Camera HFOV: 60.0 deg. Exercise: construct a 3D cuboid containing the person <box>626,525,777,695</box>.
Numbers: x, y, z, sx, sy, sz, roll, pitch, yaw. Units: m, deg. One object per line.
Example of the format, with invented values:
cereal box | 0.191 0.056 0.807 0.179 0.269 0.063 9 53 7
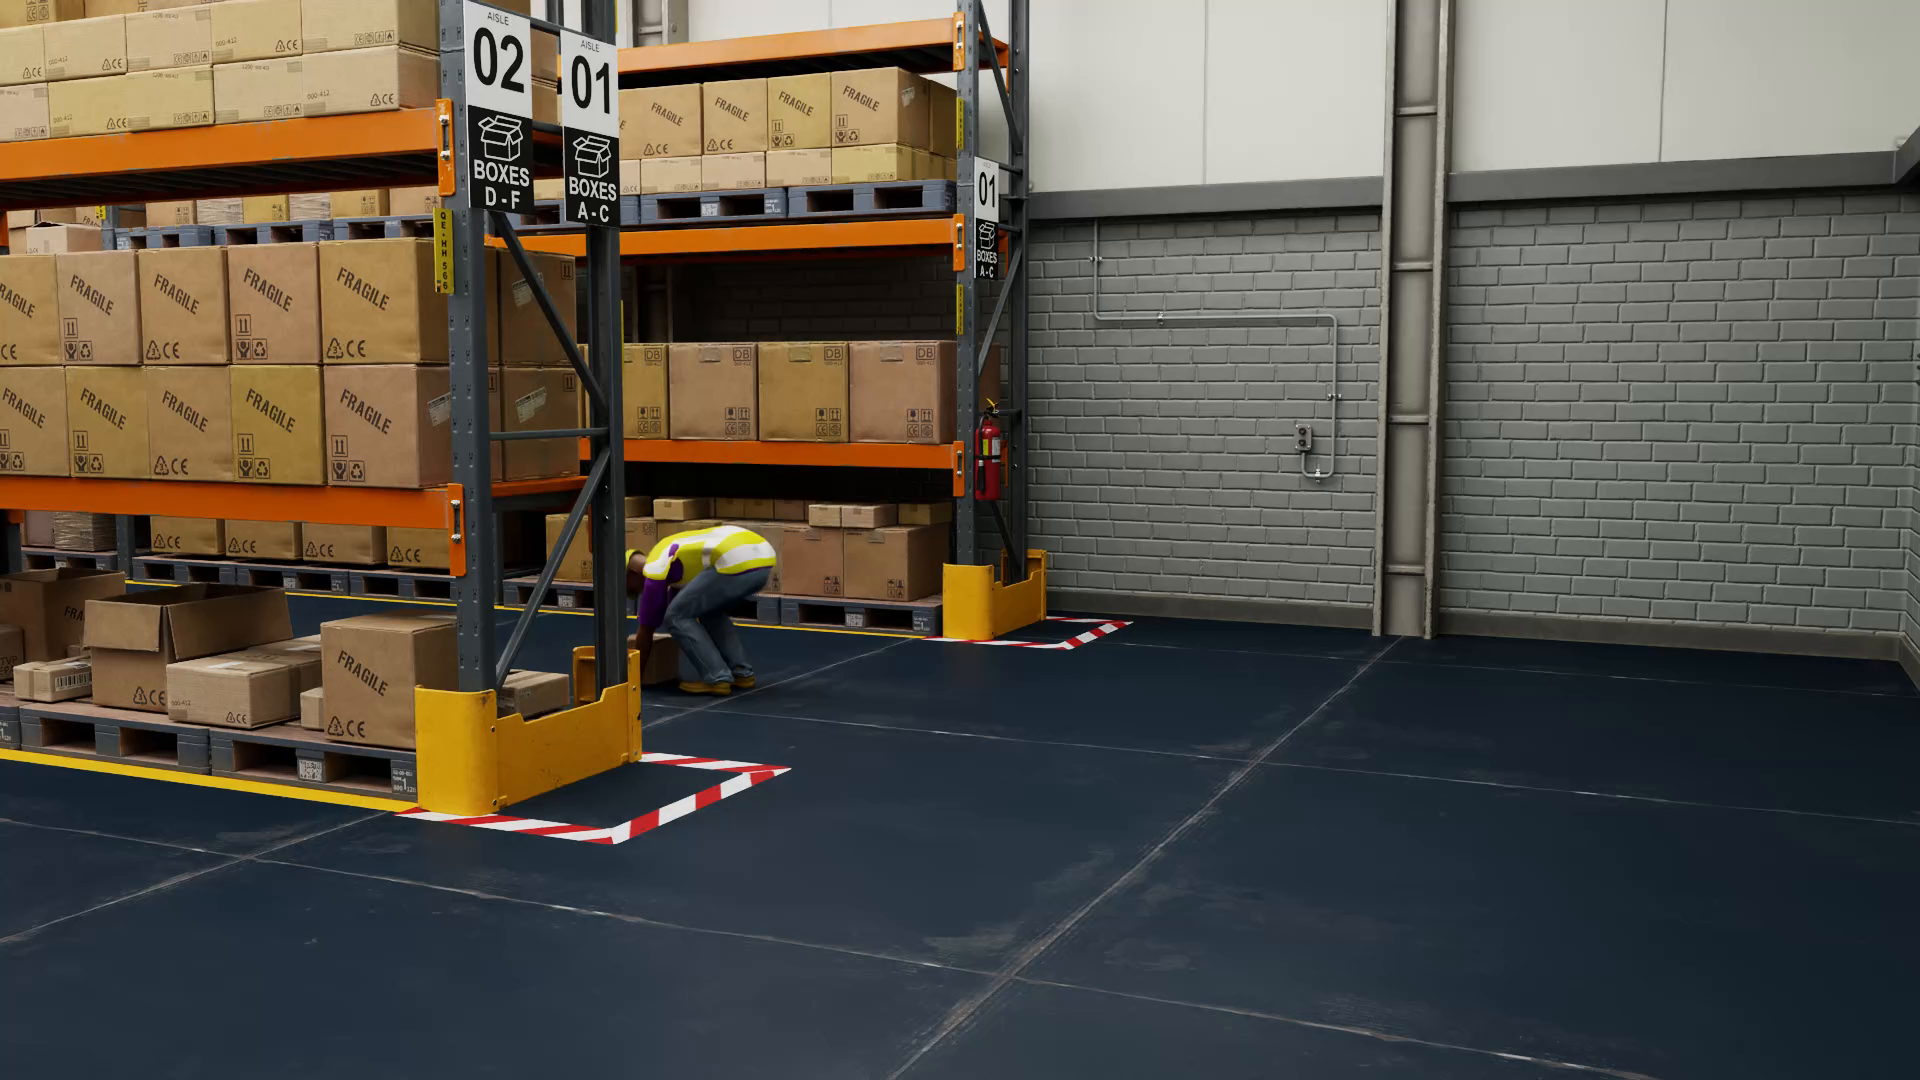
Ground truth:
person | -1.518 0.377 9.376 0.975 0.925 0.503 2 6 21
